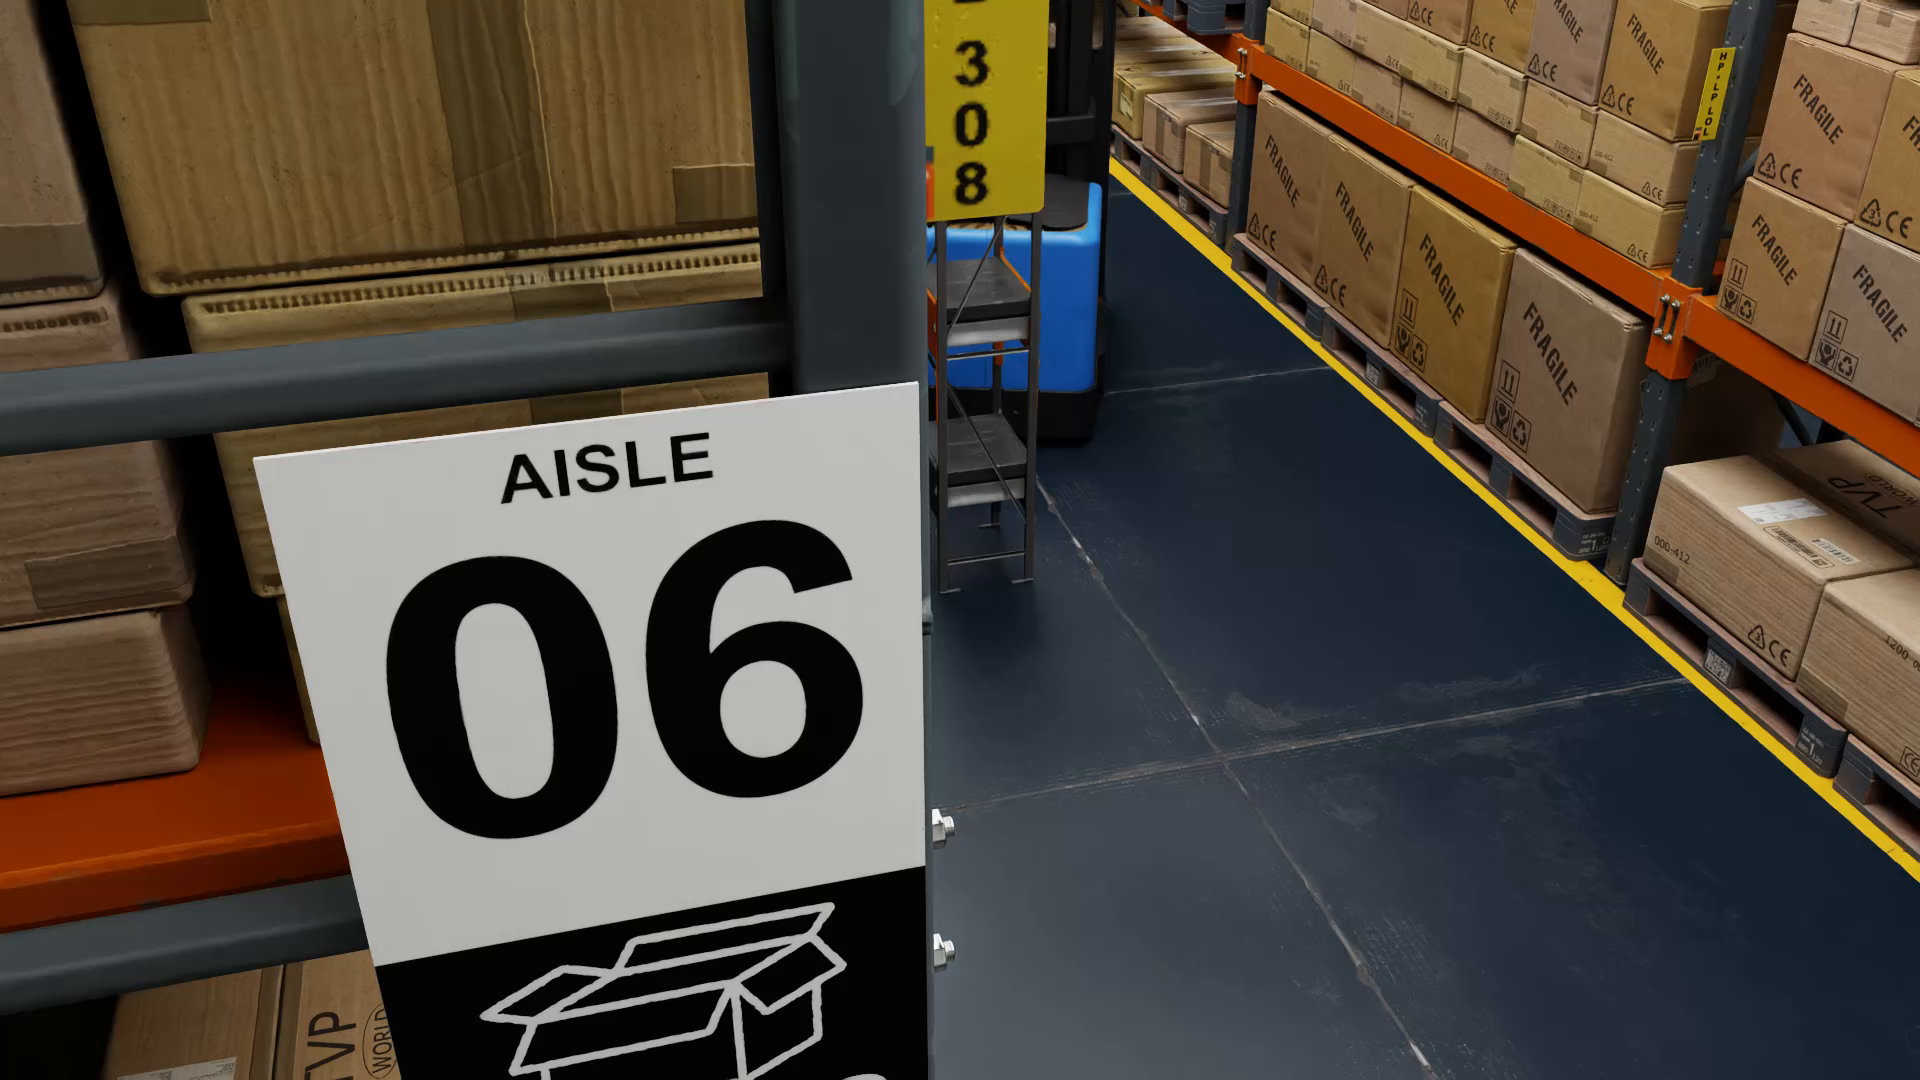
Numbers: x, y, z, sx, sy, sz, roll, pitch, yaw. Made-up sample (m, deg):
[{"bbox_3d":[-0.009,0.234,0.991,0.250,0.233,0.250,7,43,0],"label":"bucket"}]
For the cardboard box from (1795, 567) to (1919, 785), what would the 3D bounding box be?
[{"bbox_3d":[3.507,0.482,5.561,0.875,0.438,0.875,-9,31,-15],"label":"cardboard box"}]

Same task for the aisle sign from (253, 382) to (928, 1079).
[{"bbox_3d":[-0.216,0.268,1.198,0.394,0.787,0.004,-8,31,-13],"label":"aisle sign"}]

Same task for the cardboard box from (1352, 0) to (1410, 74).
[{"bbox_3d":[2.297,-2.508,8.240,0.500,0.250,0.500,-8,31,-13],"label":"cardboard box"}]

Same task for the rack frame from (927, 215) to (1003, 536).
[{"bbox_3d":[-0.021,-0.947,6.789,0.400,2.100,0.015,-8,31,-13],"label":"rack frame"}]

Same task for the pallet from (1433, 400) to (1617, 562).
[{"bbox_3d":[2.928,-0.350,7.644,1.003,0.211,1.213,-8,31,-13],"label":"pallet"}]

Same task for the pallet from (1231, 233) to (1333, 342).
[{"bbox_3d":[2.280,-1.529,9.680,1.003,0.211,1.213,-8,31,-13],"label":"pallet"}]

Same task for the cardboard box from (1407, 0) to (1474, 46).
[{"bbox_3d":[2.433,-2.597,7.645,0.500,0.500,0.500,-7,31,-12],"label":"cardboard box"}]

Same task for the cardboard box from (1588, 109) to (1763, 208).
[{"bbox_3d":[2.854,-1.527,6.544,0.500,0.250,0.500,-8,31,-13],"label":"cardboard box"}]

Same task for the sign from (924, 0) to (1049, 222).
[{"bbox_3d":[0.006,-0.349,0.993,0.100,0.325,0.005,-8,31,-13],"label":"sign"}]

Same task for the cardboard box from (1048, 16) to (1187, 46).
[{"bbox_3d":[1.224,-3.850,13.111,0.950,0.372,0.625,-7,31,-13],"label":"cardboard box"}]

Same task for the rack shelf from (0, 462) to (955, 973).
[{"bbox_3d":[-1.048,-0.554,2.936,1.077,0.370,4.000,-8,31,-13],"label":"rack shelf"}]

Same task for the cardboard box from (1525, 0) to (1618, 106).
[{"bbox_3d":[2.700,-2.102,6.789,0.500,0.500,0.500,-7,31,-12],"label":"cardboard box"}]

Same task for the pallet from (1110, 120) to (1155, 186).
[{"bbox_3d":[1.618,-2.885,12.024,1.003,0.211,1.213,-8,31,-13],"label":"pallet"}]

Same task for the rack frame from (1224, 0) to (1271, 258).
[{"bbox_3d":[2.144,-3.126,9.657,1.000,3.000,0.127,-8,31,-13],"label":"rack frame"}]

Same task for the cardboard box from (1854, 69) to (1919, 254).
[{"bbox_3d":[3.226,-1.164,5.168,0.500,0.500,0.500,-8,31,-14],"label":"cardboard box"}]

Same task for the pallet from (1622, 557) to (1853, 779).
[{"bbox_3d":[3.332,0.390,6.365,1.003,0.211,1.213,-8,31,-13],"label":"pallet"}]

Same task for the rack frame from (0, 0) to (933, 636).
[{"bbox_3d":[-0.517,-1.197,0.335,1.000,3.000,0.127,-8,31,-13],"label":"rack frame"}]

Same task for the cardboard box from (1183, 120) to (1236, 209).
[{"bbox_3d":[2.003,-2.445,10.684,0.950,0.372,0.625,-10,32,-17],"label":"cardboard box"}]

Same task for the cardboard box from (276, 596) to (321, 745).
[{"bbox_3d":[-0.378,0.025,1.469,0.380,0.149,0.250,-7,31,-12],"label":"cardboard box"}]

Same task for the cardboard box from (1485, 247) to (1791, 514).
[{"bbox_3d":[2.964,-0.745,7.245,0.875,0.875,0.875,-7,31,-12],"label":"cardboard box"}]

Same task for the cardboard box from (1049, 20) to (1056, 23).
[{"bbox_3d":[0.666,-4.300,14.010,0.500,0.250,0.500,-6,31,-11],"label":"cardboard box"}]

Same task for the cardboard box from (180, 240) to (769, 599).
[{"bbox_3d":[-0.372,-0.213,1.483,0.500,0.250,0.500,-8,31,-14],"label":"cardboard box"}]

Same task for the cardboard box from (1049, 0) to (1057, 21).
[{"bbox_3d":[0.666,-4.625,13.823,0.500,0.500,0.500,-8,31,-14],"label":"cardboard box"}]

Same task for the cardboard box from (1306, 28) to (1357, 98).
[{"bbox_3d":[2.184,-2.546,8.804,0.500,0.250,0.500,-9,31,-15],"label":"cardboard box"}]

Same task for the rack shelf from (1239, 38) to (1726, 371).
[{"bbox_3d":[2.675,-1.849,8.168,1.077,0.370,4.000,-8,31,-13],"label":"rack shelf"}]

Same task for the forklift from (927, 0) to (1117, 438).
[{"bbox_3d":[0.252,-2.467,8.586,1.130,2.935,3.031,3,30,4],"label":"forklift"}]

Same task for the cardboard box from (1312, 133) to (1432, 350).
[{"bbox_3d":[2.480,-1.613,8.743,0.875,0.875,0.875,-7,31,-13],"label":"cardboard box"}]

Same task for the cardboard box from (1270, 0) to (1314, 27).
[{"bbox_3d":[2.040,-3.000,9.090,0.500,0.250,0.500,-8,31,-14],"label":"cardboard box"}]

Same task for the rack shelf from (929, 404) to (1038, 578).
[{"bbox_3d":[0.044,-0.211,6.943,0.431,0.518,0.480,-8,31,-13],"label":"rack shelf"}]

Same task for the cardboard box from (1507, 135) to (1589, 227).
[{"bbox_3d":[2.709,-1.559,7.099,0.500,0.250,0.500,-8,31,-14],"label":"cardboard box"}]

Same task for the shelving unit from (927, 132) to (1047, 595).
[{"bbox_3d":[0.044,-0.829,6.586,0.431,2.100,0.503,-8,31,-13],"label":"shelving unit"}]

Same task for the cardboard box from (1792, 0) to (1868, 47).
[{"bbox_3d":[3.039,-1.764,5.558,0.380,0.149,0.250,-8,31,-14],"label":"cardboard box"}]

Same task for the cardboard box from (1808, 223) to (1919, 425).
[{"bbox_3d":[3.207,-0.733,5.422,0.500,0.500,0.500,-8,31,-13],"label":"cardboard box"}]

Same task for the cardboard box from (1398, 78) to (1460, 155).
[{"bbox_3d":[2.452,-2.054,7.954,0.500,0.250,0.500,-8,31,-13],"label":"cardboard box"}]

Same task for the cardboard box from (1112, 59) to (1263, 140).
[{"bbox_3d":[1.604,-3.167,11.932,0.950,0.372,0.625,-7,31,-12],"label":"cardboard box"}]

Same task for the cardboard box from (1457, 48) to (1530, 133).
[{"bbox_3d":[2.571,-2.016,7.390,0.500,0.250,0.500,-7,31,-12],"label":"cardboard box"}]

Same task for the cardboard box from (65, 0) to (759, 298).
[{"bbox_3d":[-0.393,-0.427,1.353,0.500,0.250,0.500,-8,31,-14],"label":"cardboard box"}]

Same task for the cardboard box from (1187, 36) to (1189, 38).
[{"bbox_3d":[2.110,-4.676,14.827,0.500,0.500,0.500,13,32,21],"label":"cardboard box"}]
